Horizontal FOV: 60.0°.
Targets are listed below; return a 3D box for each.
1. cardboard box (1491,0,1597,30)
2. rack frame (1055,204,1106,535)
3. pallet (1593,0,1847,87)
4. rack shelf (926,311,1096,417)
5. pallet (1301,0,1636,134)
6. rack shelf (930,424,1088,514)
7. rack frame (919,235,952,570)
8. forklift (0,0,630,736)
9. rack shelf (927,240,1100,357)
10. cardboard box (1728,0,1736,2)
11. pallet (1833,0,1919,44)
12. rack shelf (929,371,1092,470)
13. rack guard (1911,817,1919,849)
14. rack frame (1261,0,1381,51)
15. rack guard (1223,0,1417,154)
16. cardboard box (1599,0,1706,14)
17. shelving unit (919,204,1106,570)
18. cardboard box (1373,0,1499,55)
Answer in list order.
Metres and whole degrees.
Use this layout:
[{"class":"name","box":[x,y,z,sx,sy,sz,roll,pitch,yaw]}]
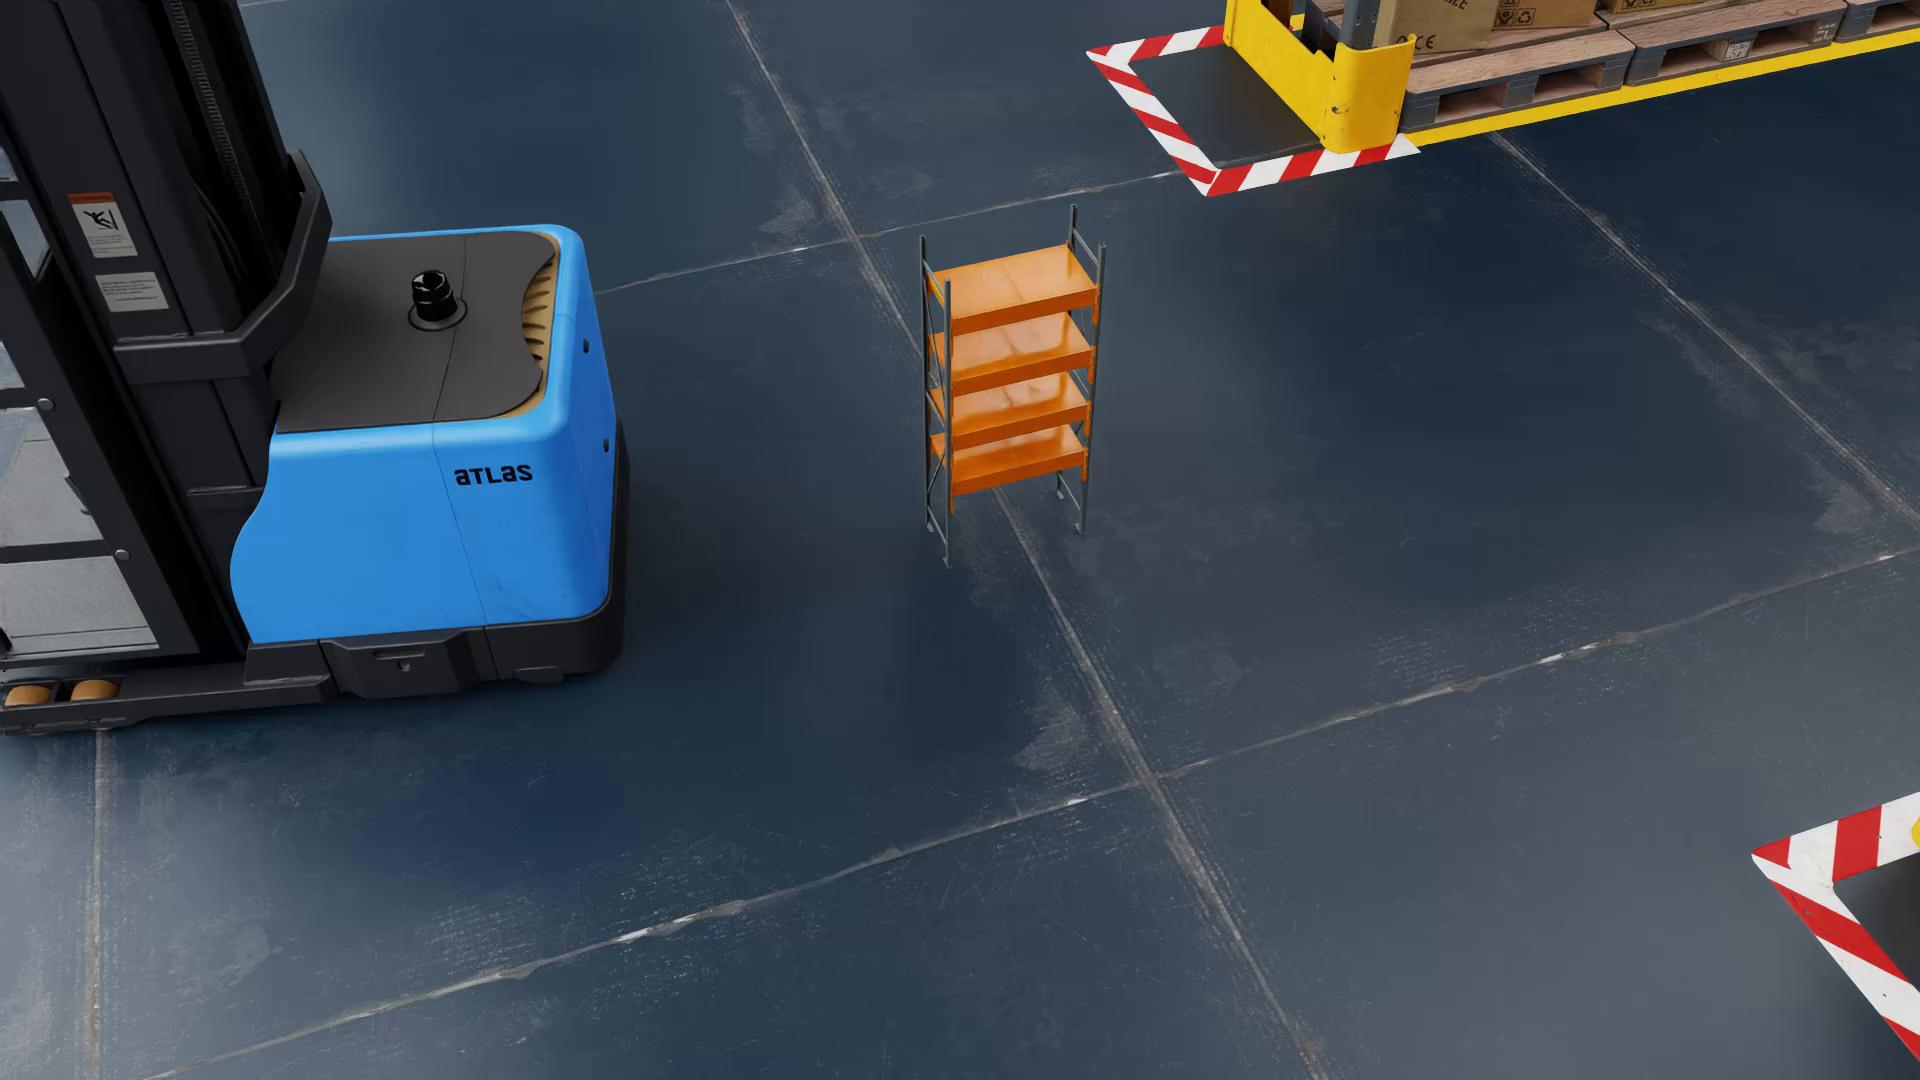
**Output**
[{"class":"cardboard box","box":[2.713,-2.767,7.859,0.500,0.500,0.500,-3,45,-3]},{"class":"rack frame","box":[0.385,-0.522,5.423,0.015,1.200,0.240,-14,47,-14]},{"class":"pallet","box":[3.563,-2.692,8.284,1.213,0.211,1.003,-14,47,-14]},{"class":"rack shelf","box":[0.156,-0.574,5.254,0.480,0.148,0.258,-14,47,-14]},{"class":"pallet","box":[2.417,-2.402,7.995,1.213,0.211,1.003,-14,47,-14]},{"class":"rack shelf","box":[0.156,-0.276,5.553,0.480,0.148,0.258,-14,47,-14]},{"class":"rack frame","box":[-0.074,-0.405,5.306,0.015,1.200,0.240,-14,47,-14]},{"class":"forklift","box":[-2.631,-0.827,4.504,3.031,2.935,1.130,-5,45,-4]},{"class":"rack shelf","box":[0.156,-0.741,5.086,0.480,0.148,0.258,-14,47,-14]},{"class":"cardboard box","box":[3.849,-3.010,8.100,0.500,0.500,0.500,-18,48,-17]},{"class":"pallet","box":[4.712,-2.988,8.579,1.213,0.211,1.003,-14,47,-14]},{"class":"rack shelf","box":[0.156,-0.416,5.412,0.480,0.148,0.258,-14,47,-14]},{"class":"rack guard","box":[3.136,1.021,4.379,0.348,0.500,1.175,-14,47,-14]},{"class":"rack frame","box":[1.569,-3.196,6.817,0.127,3.000,1.000,-14,47,-14]},{"class":"rack guard","box":[1.641,-2.332,7.721,0.348,0.500,1.175,-14,47,-14]},{"class":"cardboard box","box":[3.308,-2.905,7.996,0.500,0.500,0.500,-10,46,-10]},{"class":"shelving unit","box":[0.156,-0.463,5.365,0.503,1.200,0.258,-14,47,-14]},{"class":"cardboard box","box":[2.162,-2.601,7.693,0.500,0.500,0.500,-6,45,-6]}]
